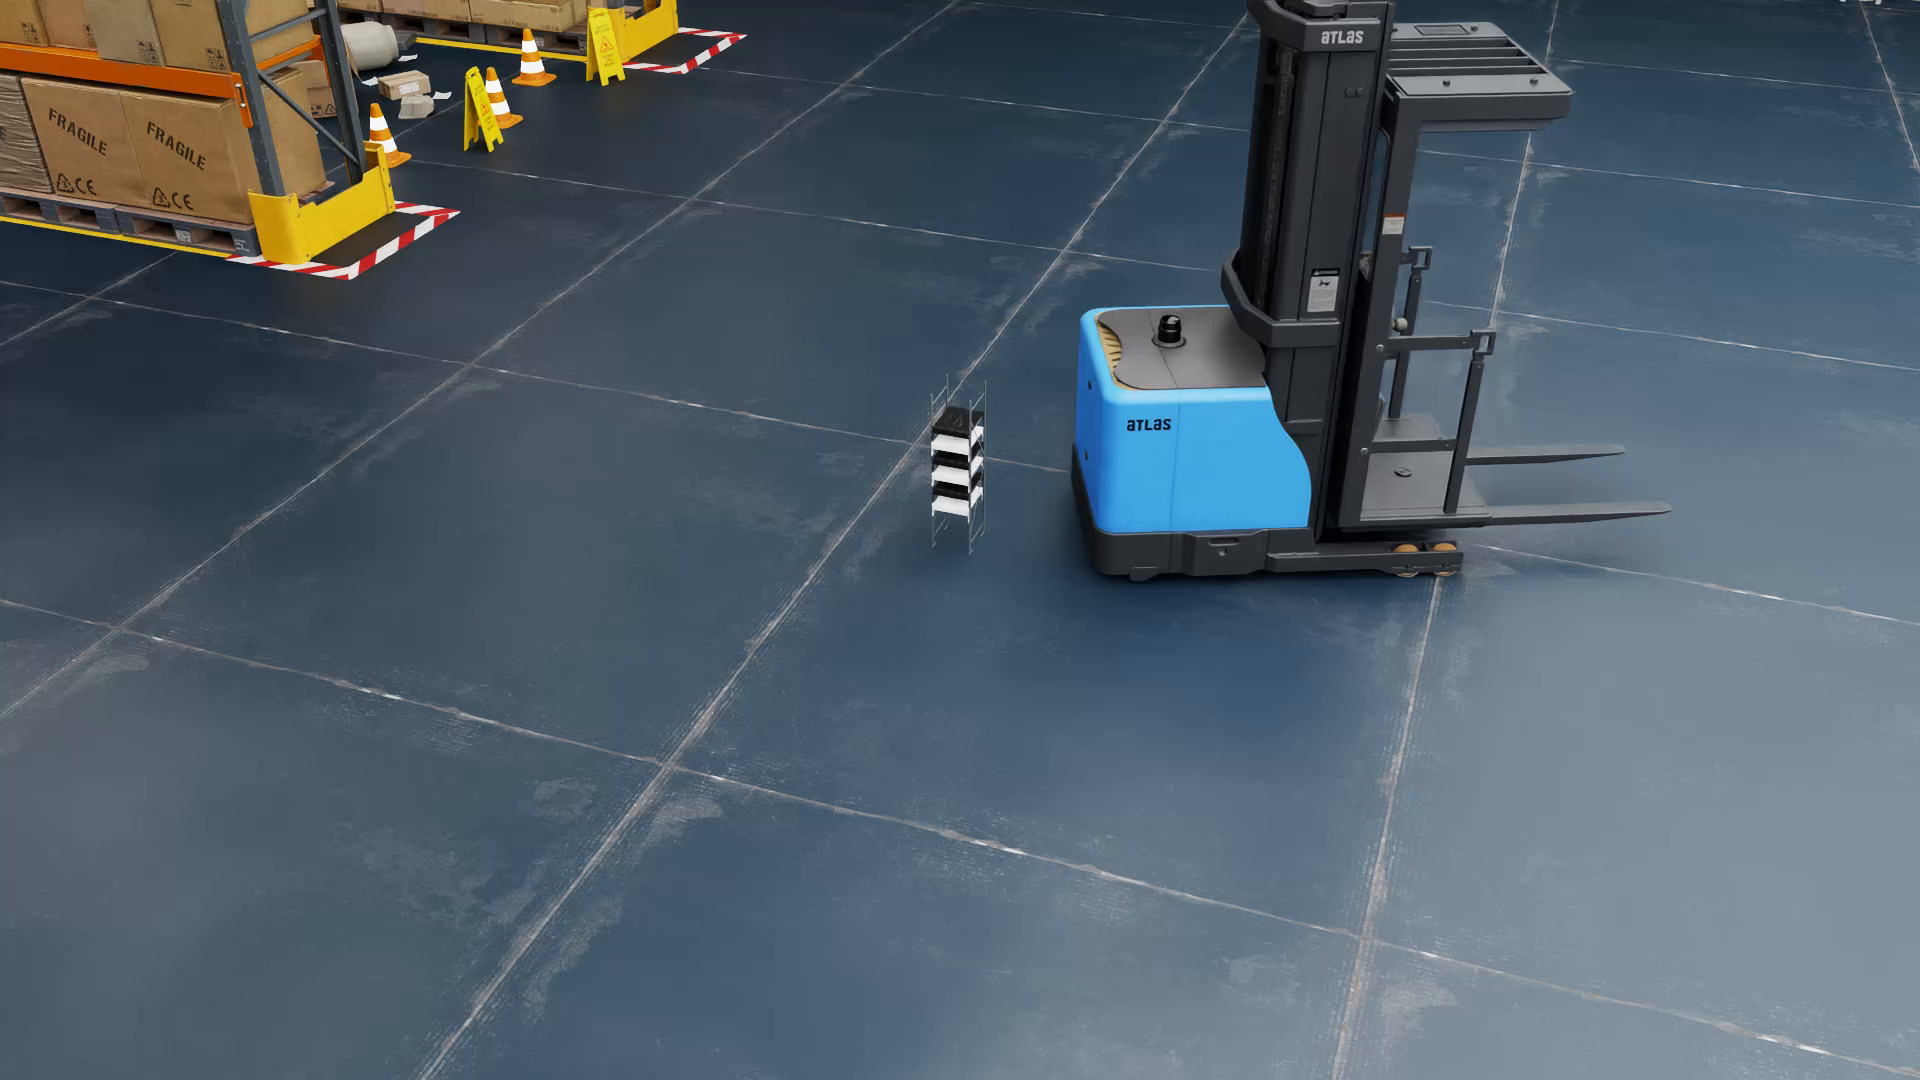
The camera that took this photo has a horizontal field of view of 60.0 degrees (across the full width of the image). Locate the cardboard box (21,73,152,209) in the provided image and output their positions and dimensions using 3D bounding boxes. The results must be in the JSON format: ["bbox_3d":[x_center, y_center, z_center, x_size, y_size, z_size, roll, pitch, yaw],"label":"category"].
[{"bbox_3d":[-6.144,-3.064,12.302,0.875,0.875,0.875,10,34,16],"label":"cardboard box"}]

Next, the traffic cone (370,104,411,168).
[{"bbox_3d":[-4.675,-3.286,13.413,0.334,0.463,0.336,11,34,16],"label":"traffic cone"}]

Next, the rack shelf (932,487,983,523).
[{"bbox_3d":[-0.008,-0.200,8.624,0.200,0.077,0.258,11,34,16],"label":"rack shelf"}]

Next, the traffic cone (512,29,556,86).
[{"bbox_3d":[-3.919,-4.430,15.185,0.334,0.463,0.336,11,34,16],"label":"traffic cone"}]

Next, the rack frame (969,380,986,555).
[{"bbox_3d":[0.088,-0.361,8.479,0.006,0.900,0.240,11,34,16],"label":"rack frame"}]

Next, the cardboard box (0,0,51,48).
[{"bbox_3d":[-6.541,-3.970,11.995,0.500,0.550,0.875,11,34,16],"label":"cardboard box"}]

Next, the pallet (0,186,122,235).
[{"bbox_3d":[-6.578,-2.689,12.720,1.213,0.211,1.003,11,34,16],"label":"pallet"}]

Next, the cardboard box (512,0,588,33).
[{"bbox_3d":[-3.953,-5.112,16.050,0.500,0.250,0.500,11,34,16],"label":"cardboard box"}]

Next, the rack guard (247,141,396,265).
[{"bbox_3d":[-4.631,-2.475,12.123,0.348,0.500,1.175,11,34,16],"label":"rack guard"}]

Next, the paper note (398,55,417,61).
[{"bbox_3d":[-5.260,-4.599,15.845,0.148,0.019,0.142,0,33,0],"label":"paper note"}]

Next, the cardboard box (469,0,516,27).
[{"bbox_3d":[-4.416,-5.207,16.196,0.500,0.250,0.500,11,34,17],"label":"cardboard box"}]

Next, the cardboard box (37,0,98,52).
[{"bbox_3d":[-6.028,-3.894,11.877,0.550,0.550,0.875,11,34,16],"label":"cardboard box"}]

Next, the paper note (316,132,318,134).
[{"bbox_3d":[-5.518,-3.428,14.033,0.142,0.017,0.144,24,40,32],"label":"paper note"}]

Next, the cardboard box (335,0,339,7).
[{"bbox_3d":[-6.380,-5.583,16.780,0.500,0.250,0.500,9,34,14],"label":"cardboard box"}]

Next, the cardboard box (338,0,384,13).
[{"bbox_3d":[-5.874,-5.491,16.638,0.500,0.250,0.500,13,35,19],"label":"cardboard box"}]

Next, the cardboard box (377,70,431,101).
[{"bbox_3d":[-4.994,-4.086,14.942,0.380,0.149,0.250,-25,40,-33],"label":"cardboard box"}]

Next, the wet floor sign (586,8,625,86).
[{"bbox_3d":[-3.261,-4.506,15.134,0.232,0.644,0.267,24,40,32],"label":"wet floor sign"}]

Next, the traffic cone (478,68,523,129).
[{"bbox_3d":[-3.973,-3.801,14.211,0.334,0.463,0.336,11,34,16],"label":"traffic cone"}]

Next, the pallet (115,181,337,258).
[{"bbox_3d":[-5.433,-2.465,12.373,1.213,0.211,1.003,11,34,16],"label":"pallet"}]

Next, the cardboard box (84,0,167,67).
[{"bbox_3d":[-5.544,-3.727,11.619,0.550,0.550,0.875,11,34,16],"label":"cardboard box"}]

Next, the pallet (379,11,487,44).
[{"bbox_3d":[-5.048,-5.309,16.778,1.213,0.211,1.003,11,34,16],"label":"pallet"}]

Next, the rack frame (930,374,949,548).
[{"bbox_3d":[-0.103,-0.398,8.537,0.006,0.900,0.240,11,34,16],"label":"rack frame"}]

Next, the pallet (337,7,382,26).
[{"bbox_3d":[-6.200,-5.532,17.123,1.213,0.211,1.003,11,34,16],"label":"pallet"}]

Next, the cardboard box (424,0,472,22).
[{"bbox_3d":[-4.910,-5.299,16.340,0.500,0.250,0.500,10,34,15],"label":"cardboard box"}]

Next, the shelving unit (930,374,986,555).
[{"bbox_3d":[-0.008,-0.380,8.508,0.210,0.900,0.258,11,34,16],"label":"shelving unit"}]

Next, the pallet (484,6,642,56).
[{"bbox_3d":[-3.903,-5.085,16.431,1.213,0.211,1.003,11,34,16],"label":"pallet"}]

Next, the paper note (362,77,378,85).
[{"bbox_3d":[-5.389,-4.212,15.257,0.142,0.019,0.148,24,40,32],"label":"paper note"}]

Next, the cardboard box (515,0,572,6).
[{"bbox_3d":[-3.921,-5.426,15.844,0.500,0.500,0.500,11,35,17],"label":"cardboard box"}]

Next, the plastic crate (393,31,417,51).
[{"bbox_3d":[-5.643,-4.875,16.227,0.583,0.080,0.402,0,33,0],"label":"plastic crate"}]

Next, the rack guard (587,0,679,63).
[{"bbox_3d":[-3.151,-5.040,16.095,0.348,0.500,1.175,11,34,16],"label":"rack guard"}]

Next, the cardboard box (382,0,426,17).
[{"bbox_3d":[-5.374,-5.396,16.489,0.500,0.250,0.500,11,34,16],"label":"cardboard box"}]

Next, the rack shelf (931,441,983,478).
[{"bbox_3d":[-0.008,-0.427,8.477,0.200,0.077,0.258,11,34,16],"label":"rack shelf"}]

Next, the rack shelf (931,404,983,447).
[{"bbox_3d":[-0.008,-0.578,8.380,0.200,0.077,0.258,11,34,16],"label":"rack shelf"}]

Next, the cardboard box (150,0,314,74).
[{"bbox_3d":[-5.018,-3.638,11.480,0.550,0.550,0.875,11,34,16],"label":"cardboard box"}]

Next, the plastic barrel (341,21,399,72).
[{"bbox_3d":[-5.534,-4.598,15.482,0.512,0.421,0.421,-18,37,-25],"label":"plastic barrel"}]

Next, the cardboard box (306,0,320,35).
[{"bbox_3d":[-6.295,-4.868,15.826,0.500,0.500,0.500,-18,37,-25],"label":"cardboard box"}]

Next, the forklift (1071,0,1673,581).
[{"bbox_3d":[2.148,-1.327,8.103,3.031,2.935,1.130,-2,33,-3],"label":"forklift"}]

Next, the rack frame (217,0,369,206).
[{"bbox_3d":[-4.654,-3.530,11.452,0.127,3.000,1.000,11,34,16],"label":"rack frame"}]

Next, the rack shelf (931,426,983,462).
[{"bbox_3d":[-0.008,-0.503,8.429,0.200,0.077,0.258,11,34,16],"label":"rack shelf"}]

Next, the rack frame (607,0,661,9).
[{"bbox_3d":[-3.079,-6.076,15.395,0.127,3.000,1.000,11,34,16],"label":"rack frame"}]

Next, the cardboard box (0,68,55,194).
[{"bbox_3d":[-7.001,-3.232,12.562,0.875,0.875,0.875,11,35,17],"label":"cardboard box"}]

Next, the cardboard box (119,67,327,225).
[{"bbox_3d":[-5.315,-2.904,12.054,0.875,0.875,0.875,11,35,17],"label":"cardboard box"}]

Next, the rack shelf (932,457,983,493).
[{"bbox_3d":[-0.008,-0.352,8.526,0.200,0.077,0.258,11,34,16],"label":"rack shelf"}]

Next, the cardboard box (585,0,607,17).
[{"bbox_3d":[-3.745,-5.386,16.474,0.500,0.250,0.500,11,34,16],"label":"cardboard box"}]

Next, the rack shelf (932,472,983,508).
[{"bbox_3d":[-0.008,-0.276,8.575,0.200,0.077,0.258,11,34,16],"label":"rack shelf"}]

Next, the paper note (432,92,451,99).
[{"bbox_3d":[-4.640,-3.985,14.894,0.142,0.019,0.148,0,33,0],"label":"paper note"}]

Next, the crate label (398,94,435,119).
[{"bbox_3d":[-4.734,-3.776,14.473,0.298,0.136,0.250,-6,33,-9],"label":"crate label"}]

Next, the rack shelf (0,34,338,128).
[{"bbox_3d":[-6.537,-3.594,12.214,4.000,0.370,1.077,11,34,16],"label":"rack shelf"}]

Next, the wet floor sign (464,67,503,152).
[{"bbox_3d":[-3.959,-3.546,13.648,0.232,0.644,0.267,5,33,8],"label":"wet floor sign"}]

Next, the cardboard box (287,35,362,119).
[{"bbox_3d":[-5.587,-4.056,14.568,0.637,0.503,0.797,-11,35,-17],"label":"cardboard box"}]
